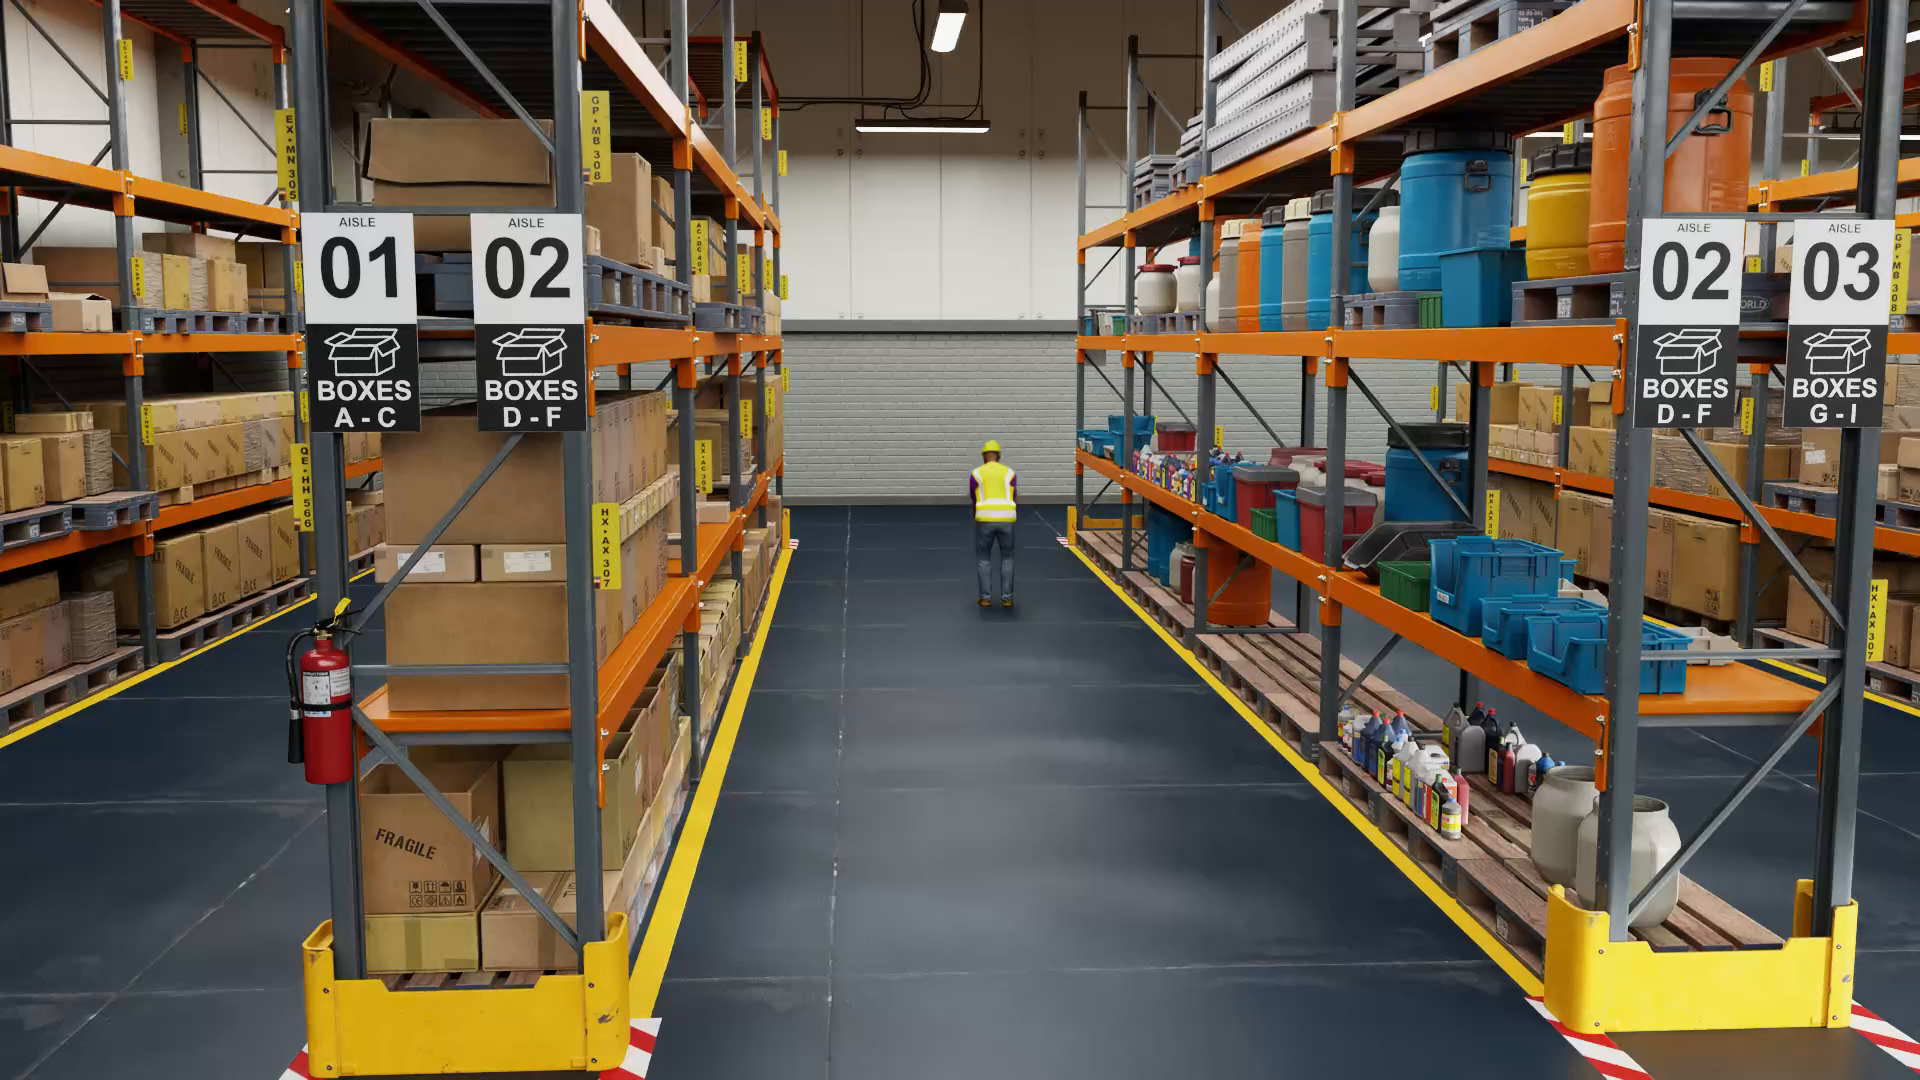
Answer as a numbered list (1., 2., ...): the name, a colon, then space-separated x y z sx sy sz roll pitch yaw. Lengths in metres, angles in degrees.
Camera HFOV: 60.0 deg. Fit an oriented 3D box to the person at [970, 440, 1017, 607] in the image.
1. person: 0.344 -0.184 17.378 0.493 1.718 0.612 -1 7 -5
